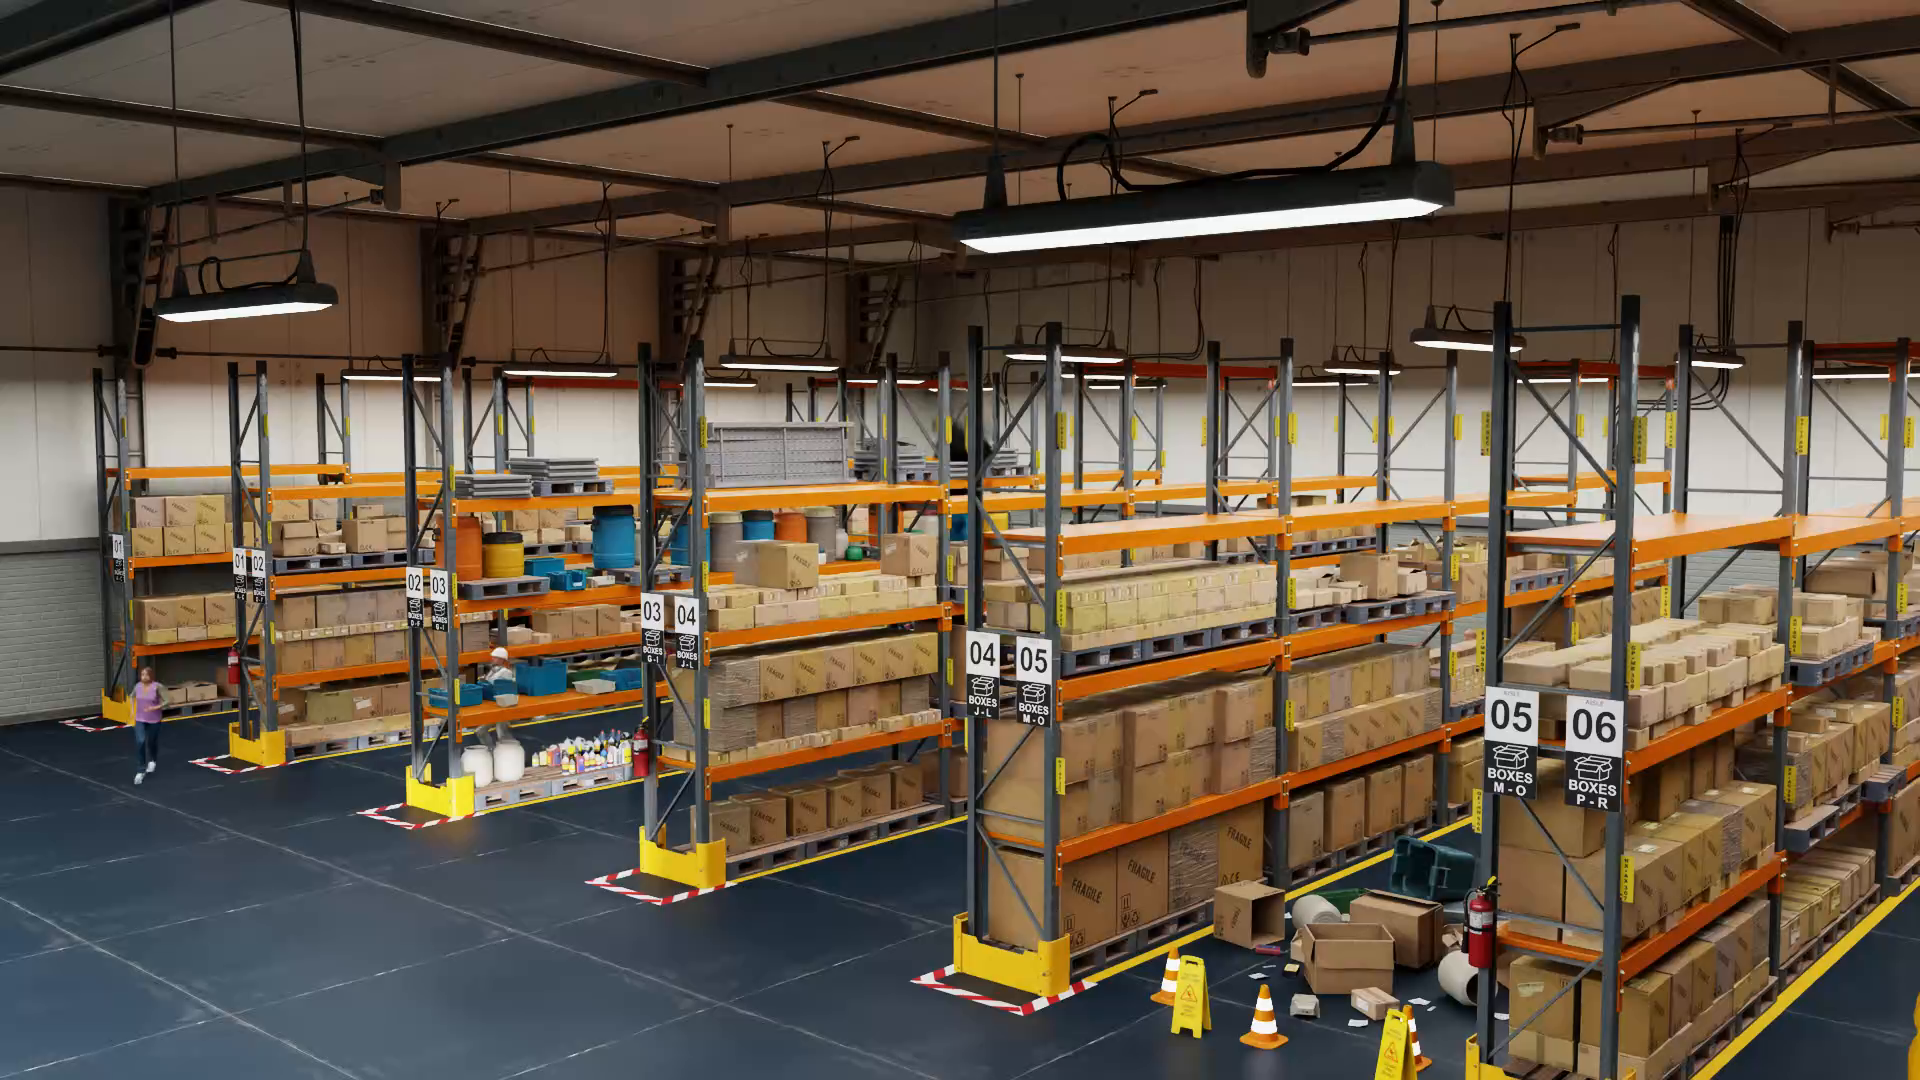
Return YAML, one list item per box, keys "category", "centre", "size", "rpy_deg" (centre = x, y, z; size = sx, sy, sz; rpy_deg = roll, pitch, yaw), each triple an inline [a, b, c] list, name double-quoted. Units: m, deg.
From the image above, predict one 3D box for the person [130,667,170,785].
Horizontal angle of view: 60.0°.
- category: "person"
  centre: [-11.574, 2.655, 23.777]
  size: [0.543, 1.529, 0.775]
  rpy_deg: [-1, 4, -19]

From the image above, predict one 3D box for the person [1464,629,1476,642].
- category: "person"
  centre: [8.170, 2.315, 26.689]
  size: [0.711, 1.798, 0.922]
  rpy_deg: [4, 6, 42]

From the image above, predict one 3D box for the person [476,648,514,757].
- category: "person"
  centre: [-6.803, 2.492, 24.417]
  size: [0.637, 1.824, 0.715]
  rpy_deg: [4, 6, 41]
